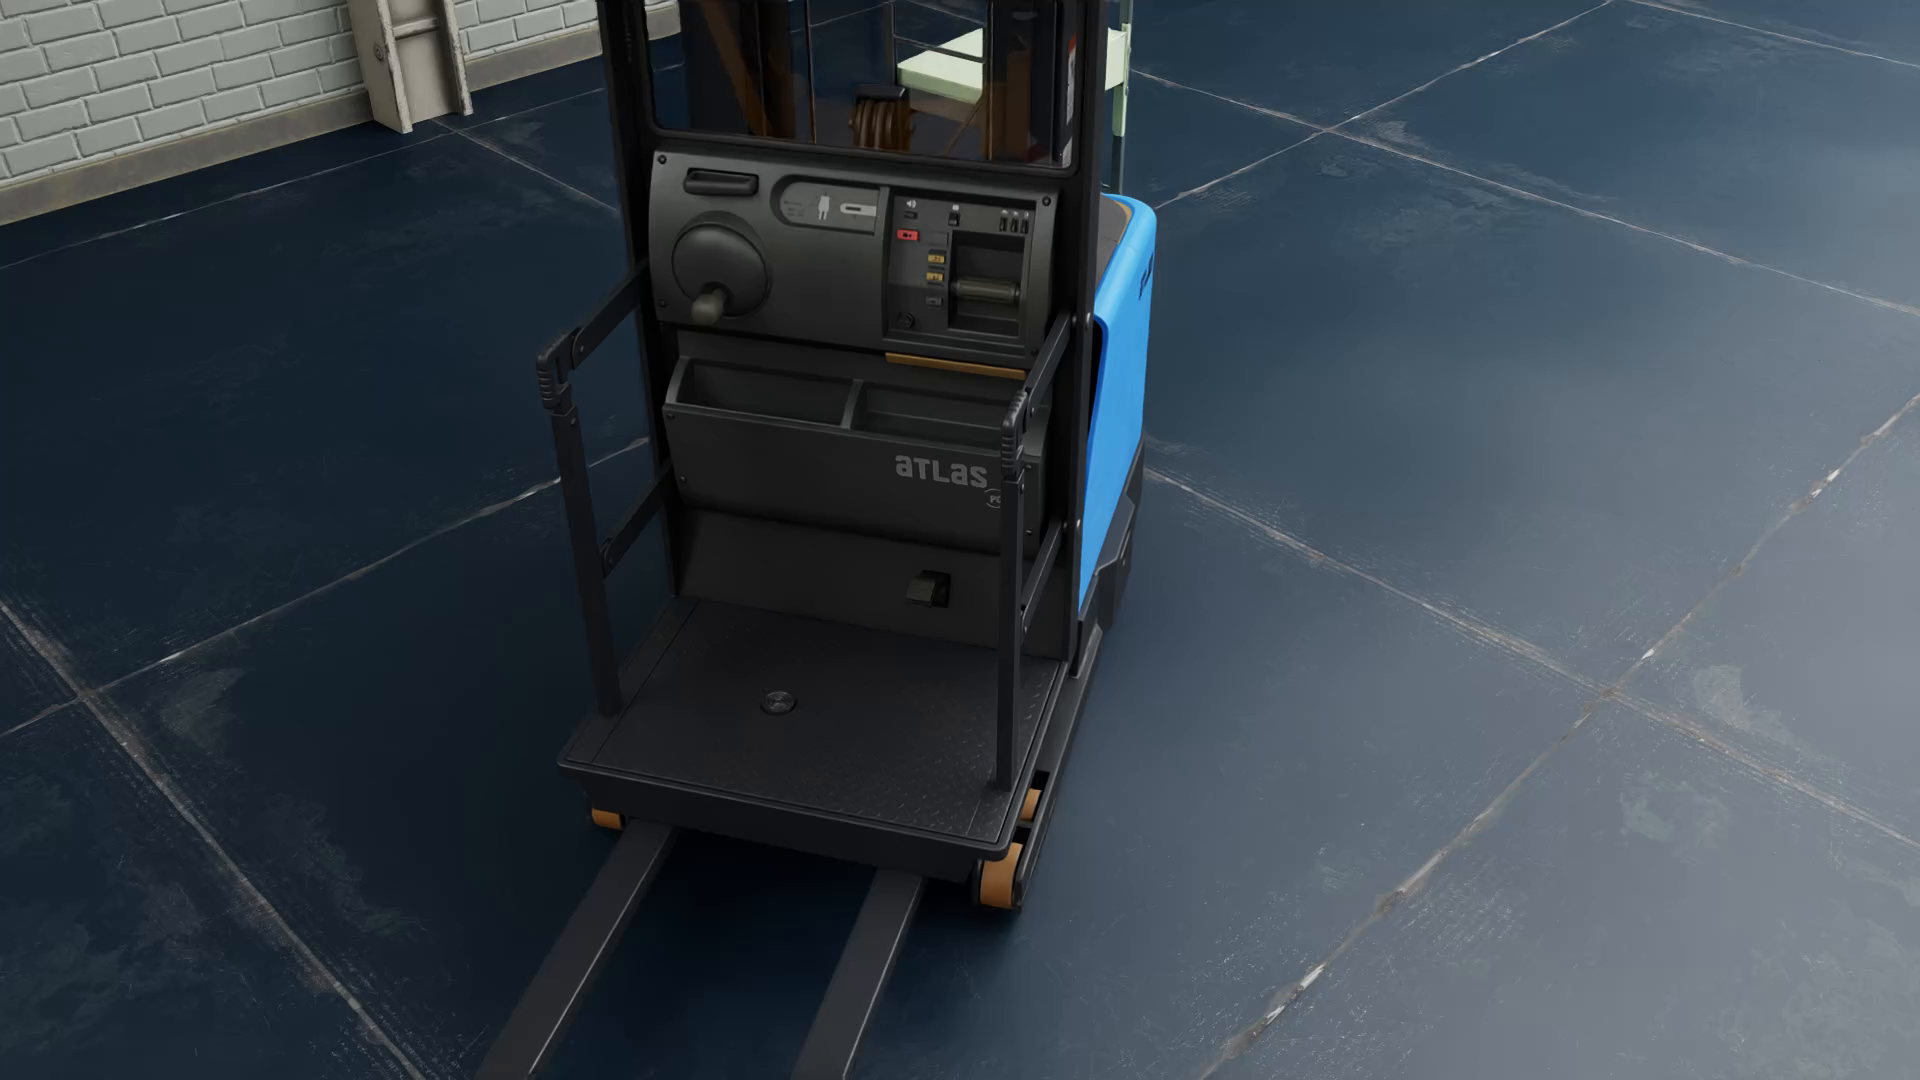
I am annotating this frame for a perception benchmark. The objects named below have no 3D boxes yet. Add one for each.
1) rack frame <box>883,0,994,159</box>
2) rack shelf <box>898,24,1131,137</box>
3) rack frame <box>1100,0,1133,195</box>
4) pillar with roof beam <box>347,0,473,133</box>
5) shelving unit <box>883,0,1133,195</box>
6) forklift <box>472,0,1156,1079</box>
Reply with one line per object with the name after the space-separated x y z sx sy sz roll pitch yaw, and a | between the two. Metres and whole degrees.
-0.061 -0.909 5.242 0.400 1.500 0.023 24 41 30 | rack frame
0.161 -1.396 5.258 0.431 0.370 0.720 24 41 30 | rack shelf
0.383 -1.242 5.720 0.400 1.500 0.023 24 41 30 | rack frame
0.377 -4.072 3.222 9.100 9.000 0.400 30 45 35 | pillar with roof beam
0.161 -1.075 5.481 0.431 1.500 0.755 24 41 30 | shelving unit
-0.302 -0.569 3.504 1.130 2.935 3.031 9 36 12 | forklift
